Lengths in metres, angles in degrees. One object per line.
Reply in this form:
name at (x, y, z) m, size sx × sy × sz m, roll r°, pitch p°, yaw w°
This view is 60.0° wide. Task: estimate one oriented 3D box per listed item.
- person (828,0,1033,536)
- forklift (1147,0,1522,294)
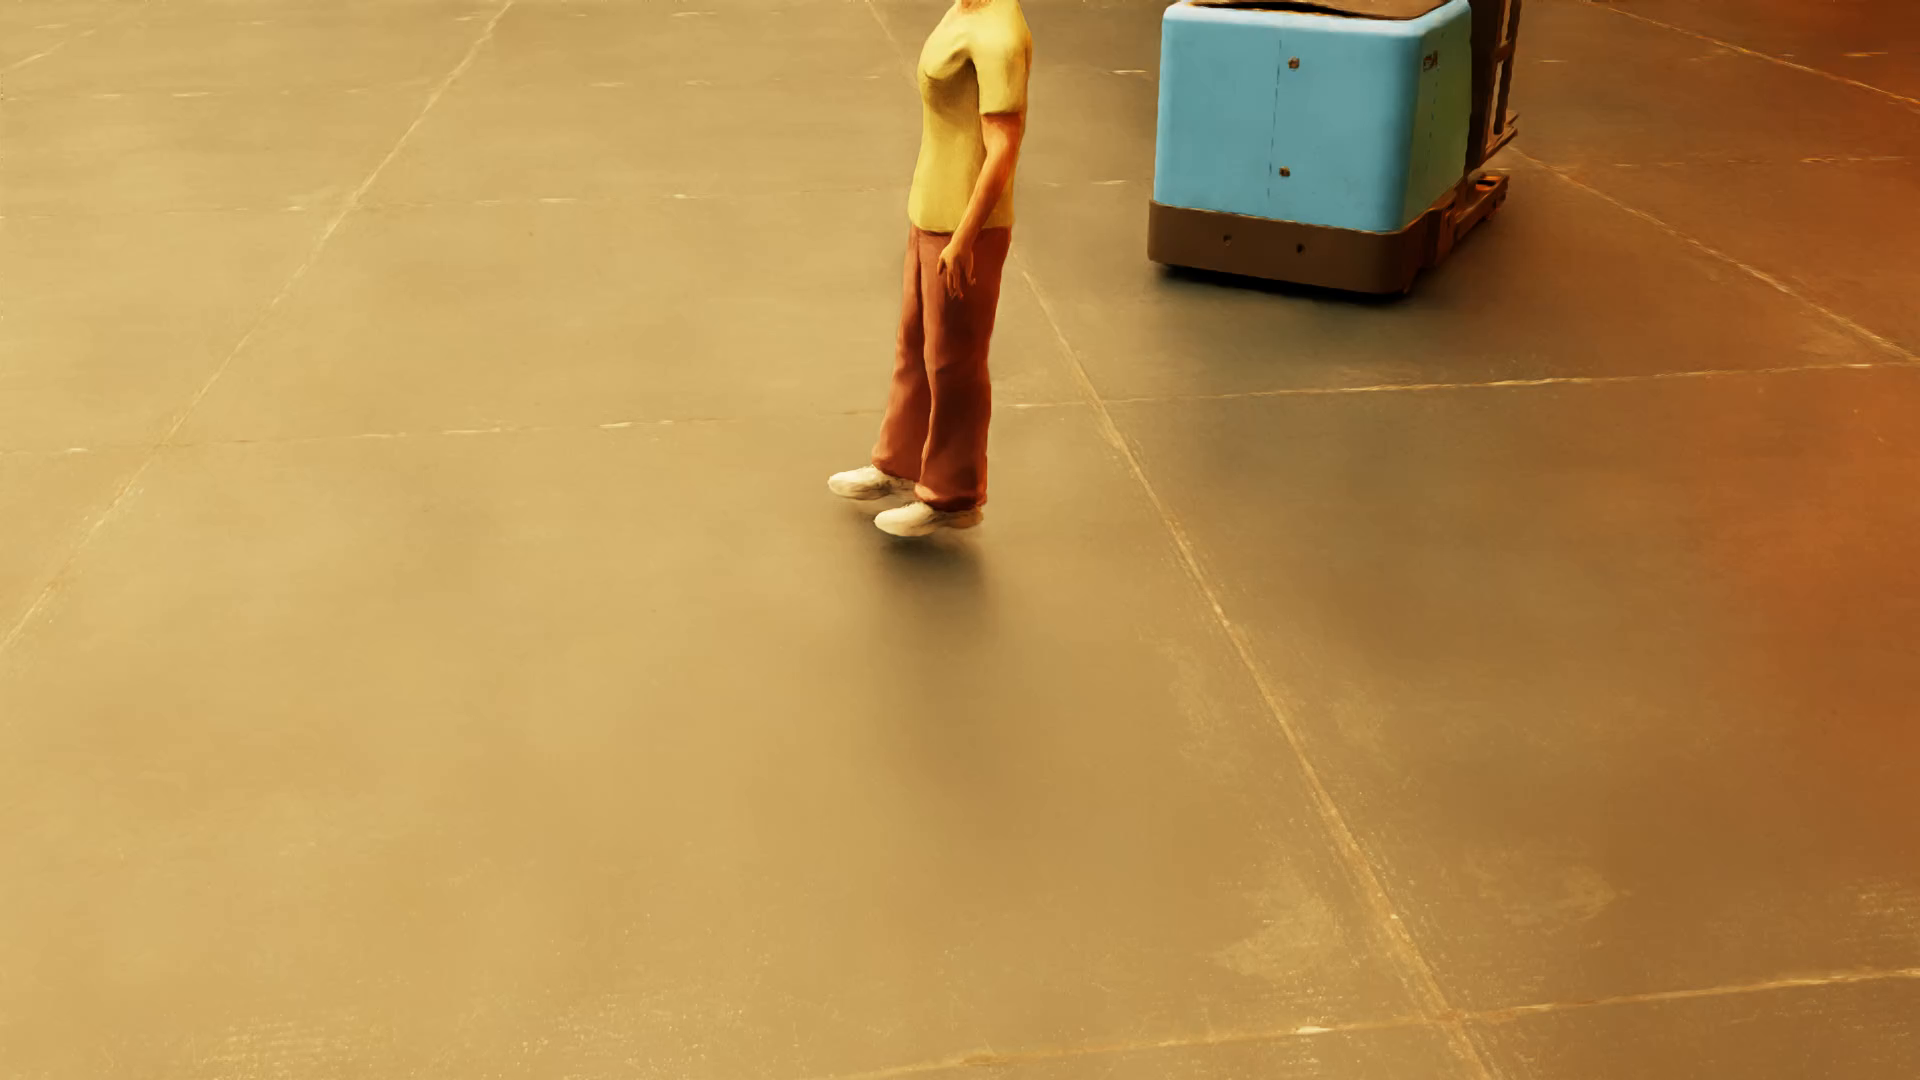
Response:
person at (-0.074, -0.797, 4.223) m, size 0.549 × 1.673 × 0.554 m, roll -3°, pitch 26°, yaw -7°
forklift at (1.921, -2.873, 7.190) m, size 1.130 × 2.935 × 3.031 m, roll 13°, pitch 29°, yaw 26°
